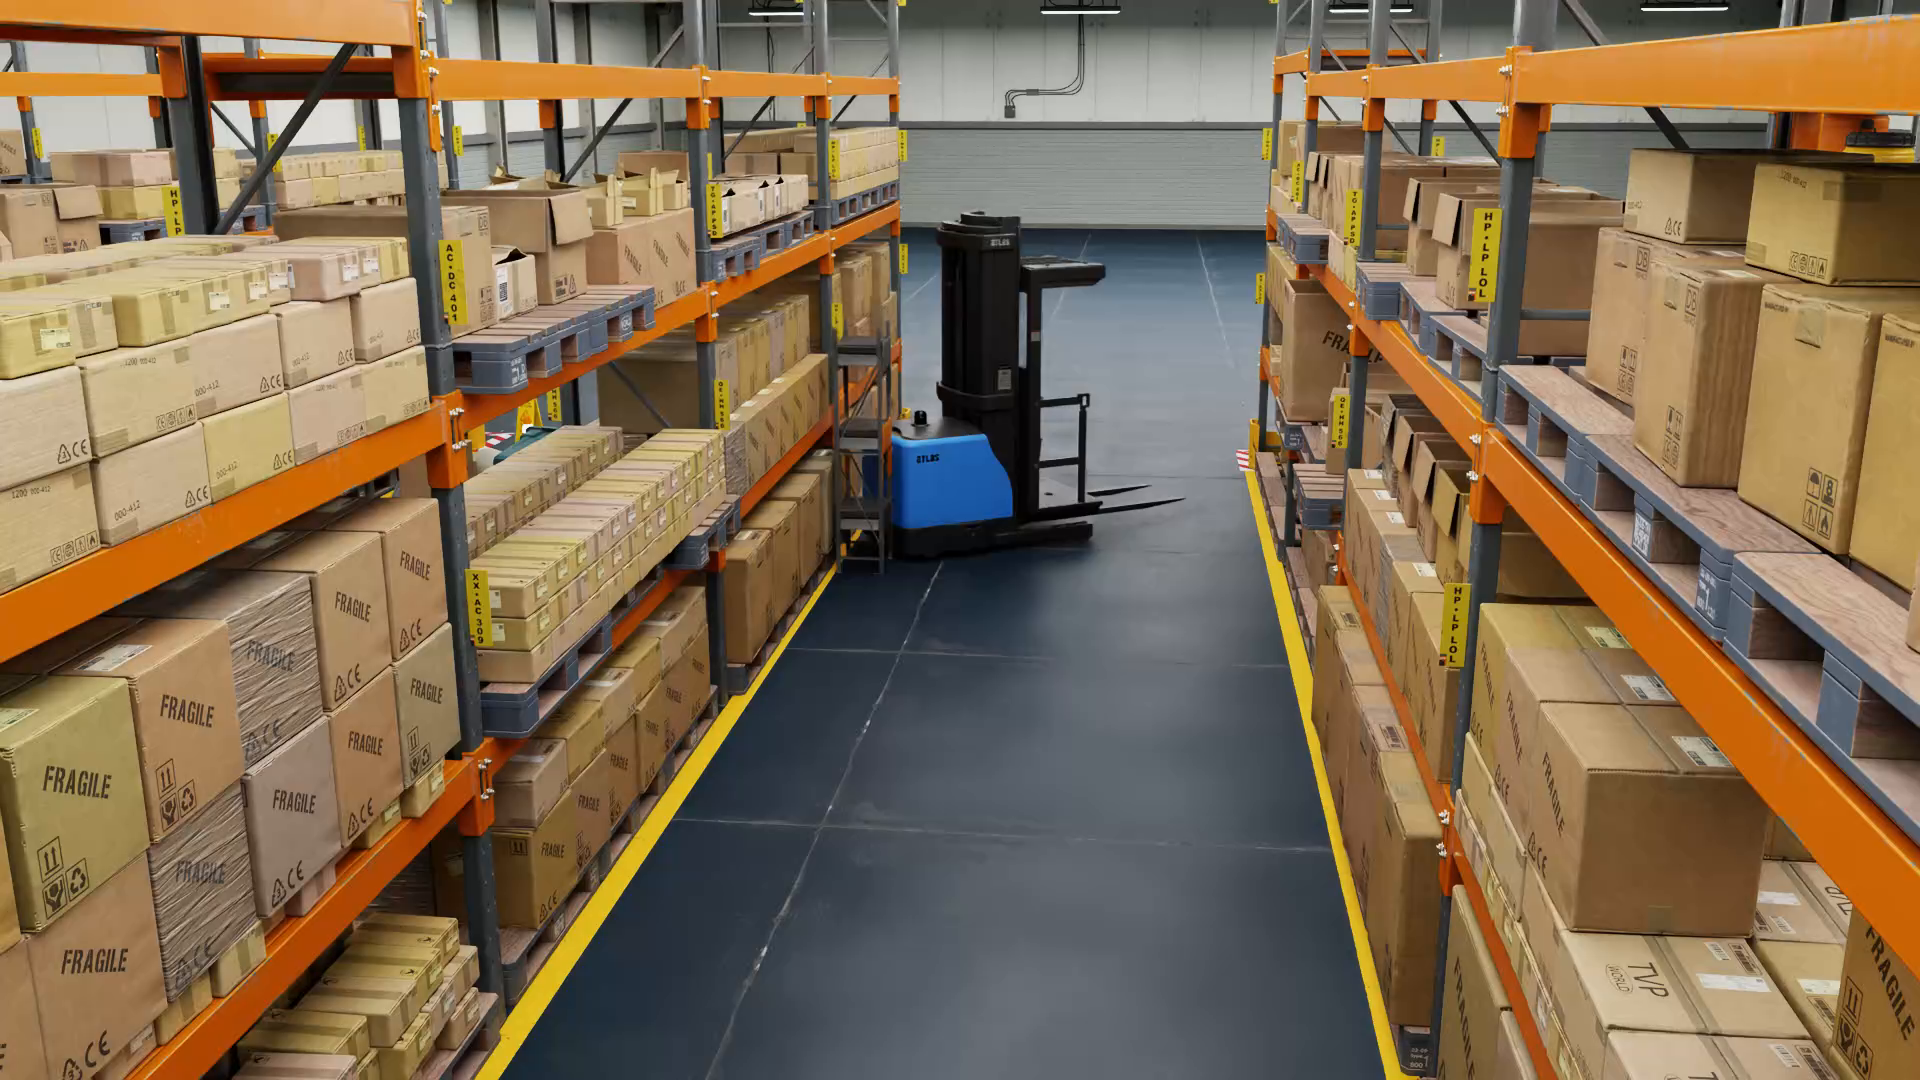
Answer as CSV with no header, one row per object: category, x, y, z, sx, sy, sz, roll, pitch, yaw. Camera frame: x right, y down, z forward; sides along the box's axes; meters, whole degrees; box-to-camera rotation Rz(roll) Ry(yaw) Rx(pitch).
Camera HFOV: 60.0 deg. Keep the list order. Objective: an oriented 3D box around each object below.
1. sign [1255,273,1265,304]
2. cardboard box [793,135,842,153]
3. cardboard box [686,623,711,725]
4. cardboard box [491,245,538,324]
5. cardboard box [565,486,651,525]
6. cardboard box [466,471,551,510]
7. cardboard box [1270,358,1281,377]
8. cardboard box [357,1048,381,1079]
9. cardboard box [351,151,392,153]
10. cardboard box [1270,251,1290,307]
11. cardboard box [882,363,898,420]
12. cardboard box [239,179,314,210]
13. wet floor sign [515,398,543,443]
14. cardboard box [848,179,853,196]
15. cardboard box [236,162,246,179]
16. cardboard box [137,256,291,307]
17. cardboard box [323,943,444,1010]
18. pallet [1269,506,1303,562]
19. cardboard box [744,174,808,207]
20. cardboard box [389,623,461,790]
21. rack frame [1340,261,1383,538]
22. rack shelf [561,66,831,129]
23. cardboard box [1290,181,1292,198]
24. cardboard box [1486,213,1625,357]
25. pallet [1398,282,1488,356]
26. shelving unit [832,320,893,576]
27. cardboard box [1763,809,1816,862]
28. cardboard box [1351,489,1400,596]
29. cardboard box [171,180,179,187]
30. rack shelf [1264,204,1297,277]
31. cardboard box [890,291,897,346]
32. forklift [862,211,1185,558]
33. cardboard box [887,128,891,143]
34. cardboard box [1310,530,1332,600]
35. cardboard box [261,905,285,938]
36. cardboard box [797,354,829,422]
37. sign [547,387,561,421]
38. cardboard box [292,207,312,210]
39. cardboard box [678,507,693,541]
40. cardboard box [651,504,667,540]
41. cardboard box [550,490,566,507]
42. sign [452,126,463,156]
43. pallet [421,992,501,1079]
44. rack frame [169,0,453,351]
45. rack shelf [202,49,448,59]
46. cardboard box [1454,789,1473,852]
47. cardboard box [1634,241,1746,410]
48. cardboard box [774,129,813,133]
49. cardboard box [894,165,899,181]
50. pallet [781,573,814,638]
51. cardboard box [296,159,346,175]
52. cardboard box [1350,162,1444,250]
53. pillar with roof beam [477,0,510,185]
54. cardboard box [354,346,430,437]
sign,3.218,-2.691,17.798,0.100,0.325,0.005,2,15,6
cardboard box,-1.232,-3.439,14.434,0.380,0.149,0.250,2,15,7
cardboard box,-1.877,0.828,10.427,0.500,0.500,0.500,2,15,6
cardboard box,-2.206,-1.147,7.365,0.500,0.311,0.500,1,15,5
cardboard box,-1.841,-0.180,8.706,0.380,0.149,0.250,2,15,8
cardboard box,-2.454,-0.268,9.033,0.380,0.149,0.250,2,15,8
cardboard box,3.222,-1.683,16.209,0.380,0.149,0.250,2,15,6
cardboard box,-2.390,2.006,6.171,0.380,0.149,0.250,2,15,7
cardboard box,-6.345,-4.109,17.906,0.380,0.149,0.250,2,15,6
cardboard box,3.306,-2.538,16.213,0.500,0.500,0.500,2,15,6
cardboard box,-1.171,-1.429,18.054,0.875,0.875,0.875,2,15,7
cardboard box,-6.219,-3.137,15.076,0.500,0.250,0.500,1,15,5
wet floor sign,-5.005,-1.431,19.304,0.267,0.644,0.232,7,17,25
cardboard box,-1.175,-3.186,15.026,0.380,0.149,0.250,2,15,6
cardboard box,-6.769,-3.382,15.217,0.380,0.149,0.250,1,15,5
cardboard box,-2.430,-0.839,5.427,0.380,0.149,0.250,2,15,8
cardboard box,-2.285,1.736,6.600,0.380,0.149,0.250,2,15,7
pallet,3.346,-0.049,15.027,1.003,0.211,1.213,2,15,6
cardboard box,-1.532,-2.831,13.517,0.500,0.250,0.500,2,15,7
cardboard box,-2.288,0.625,6.432,0.500,0.500,0.500,2,15,6
rack frame,2.854,-0.182,10.178,1.000,3.000,0.127,2,15,6
rack shelf,-1.837,-3.229,12.097,1.077,0.370,4.000,2,15,6
cardboard box,3.124,-3.087,14.698,0.380,0.149,0.250,1,15,5
cardboard box,2.458,-0.995,6.440,0.700,0.500,0.500,2,15,8
pallet,2.711,-1.081,8.115,1.003,0.211,1.213,2,15,9
shelving unit,-0.820,-0.782,14.111,0.431,2.100,0.503,2,16,6
cardboard box,2.556,0.679,5.274,0.500,0.500,0.500,2,15,7
cardboard box,2.473,0.021,9.234,0.500,0.500,0.500,1,15,5
cardboard box,-6.525,-2.803,13.607,0.500,0.250,0.500,2,15,7
rack shelf,3.531,-2.839,15.636,1.077,0.370,4.000,2,15,6
cardboard box,-1.157,-2.405,18.108,0.875,0.550,0.550,2,15,6
forklift,0.648,-1.499,15.179,3.031,2.935,1.130,-7,17,-25
cardboard box,-0.919,-4.164,17.113,0.380,0.149,0.250,2,15,7
cardboard box,3.080,0.201,12.705,0.700,0.500,0.500,0,15,1
cardboard box,-2.460,1.224,5.457,0.380,0.149,0.250,1,15,5
cardboard box,-1.404,-1.297,14.110,0.500,0.500,0.500,2,15,6
sign,-2.614,-0.929,10.722,0.100,0.325,0.005,2,15,6
cardboard box,-6.175,-2.978,15.253,0.380,0.149,0.250,2,15,6
cardboard box,-1.752,-0.099,9.547,0.380,0.149,0.250,1,15,6
cardboard box,-1.809,-0.104,8.994,0.380,0.149,0.250,2,15,8
cardboard box,-2.429,-0.191,9.315,0.380,0.149,0.250,2,15,6
sign,-5.540,-4.403,18.344,0.100,0.325,0.005,2,15,6
pallet,-2.555,2.204,6.695,1.003,0.211,1.213,2,15,6
rack frame,-2.514,-2.213,6.196,1.000,3.000,0.127,2,15,6
rack shelf,-6.315,-4.578,16.324,1.077,0.370,4.000,2,15,6
cardboard box,2.039,1.043,6.127,0.380,0.149,0.250,2,15,6
cardboard box,2.309,-0.548,4.597,0.700,0.500,0.500,2,15,9
cardboard box,-1.658,-3.985,16.454,0.380,0.149,0.250,2,15,6
cardboard box,-0.861,-3.911,17.706,0.380,0.149,0.250,2,15,6
pallet,-1.759,0.474,13.094,1.003,0.211,1.213,2,15,6
cardboard box,-6.108,-3.565,15.896,0.380,0.149,0.250,1,15,4
cardboard box,2.660,-2.051,10.193,0.500,0.500,0.500,2,15,8
pillar with roof beam,-5.688,-9.978,34.912,9.100,9.000,0.400,2,15,6
cardboard box,-2.301,-0.558,6.107,0.500,0.250,0.500,2,15,8
